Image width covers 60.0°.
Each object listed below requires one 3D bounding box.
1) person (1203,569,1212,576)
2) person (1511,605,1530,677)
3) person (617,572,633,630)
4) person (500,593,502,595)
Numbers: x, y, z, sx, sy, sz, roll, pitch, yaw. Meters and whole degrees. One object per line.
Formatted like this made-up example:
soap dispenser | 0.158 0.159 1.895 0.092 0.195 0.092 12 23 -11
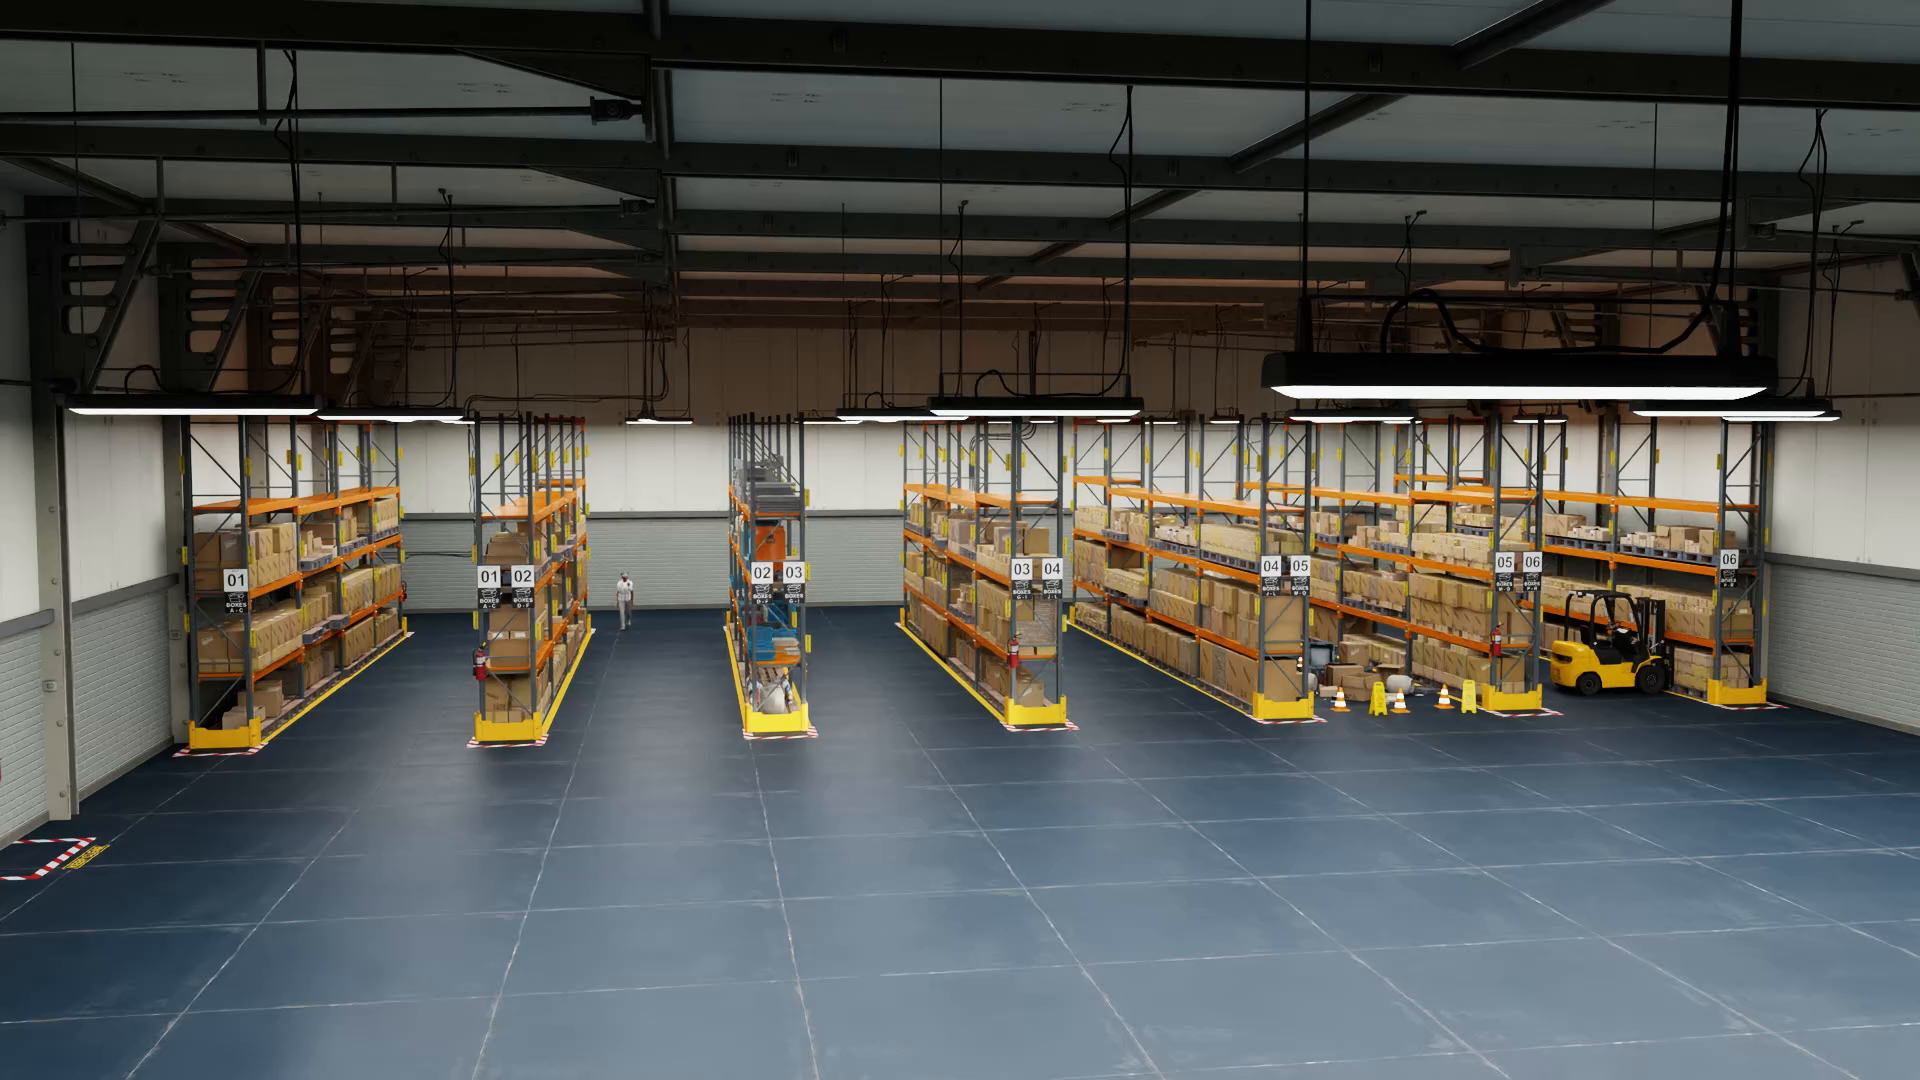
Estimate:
person | 7.516 1.461 50.417 0.934 1.644 0.473 -1 4 -11
person | 12.843 2.344 38.019 0.449 1.705 0.595 -1 4 -15
person | -9.472 1.693 47.048 0.454 1.634 0.863 -1 4 -13
person | -1.667 1.506 48.848 23.226 1.715 3.425 -1 4 -14
